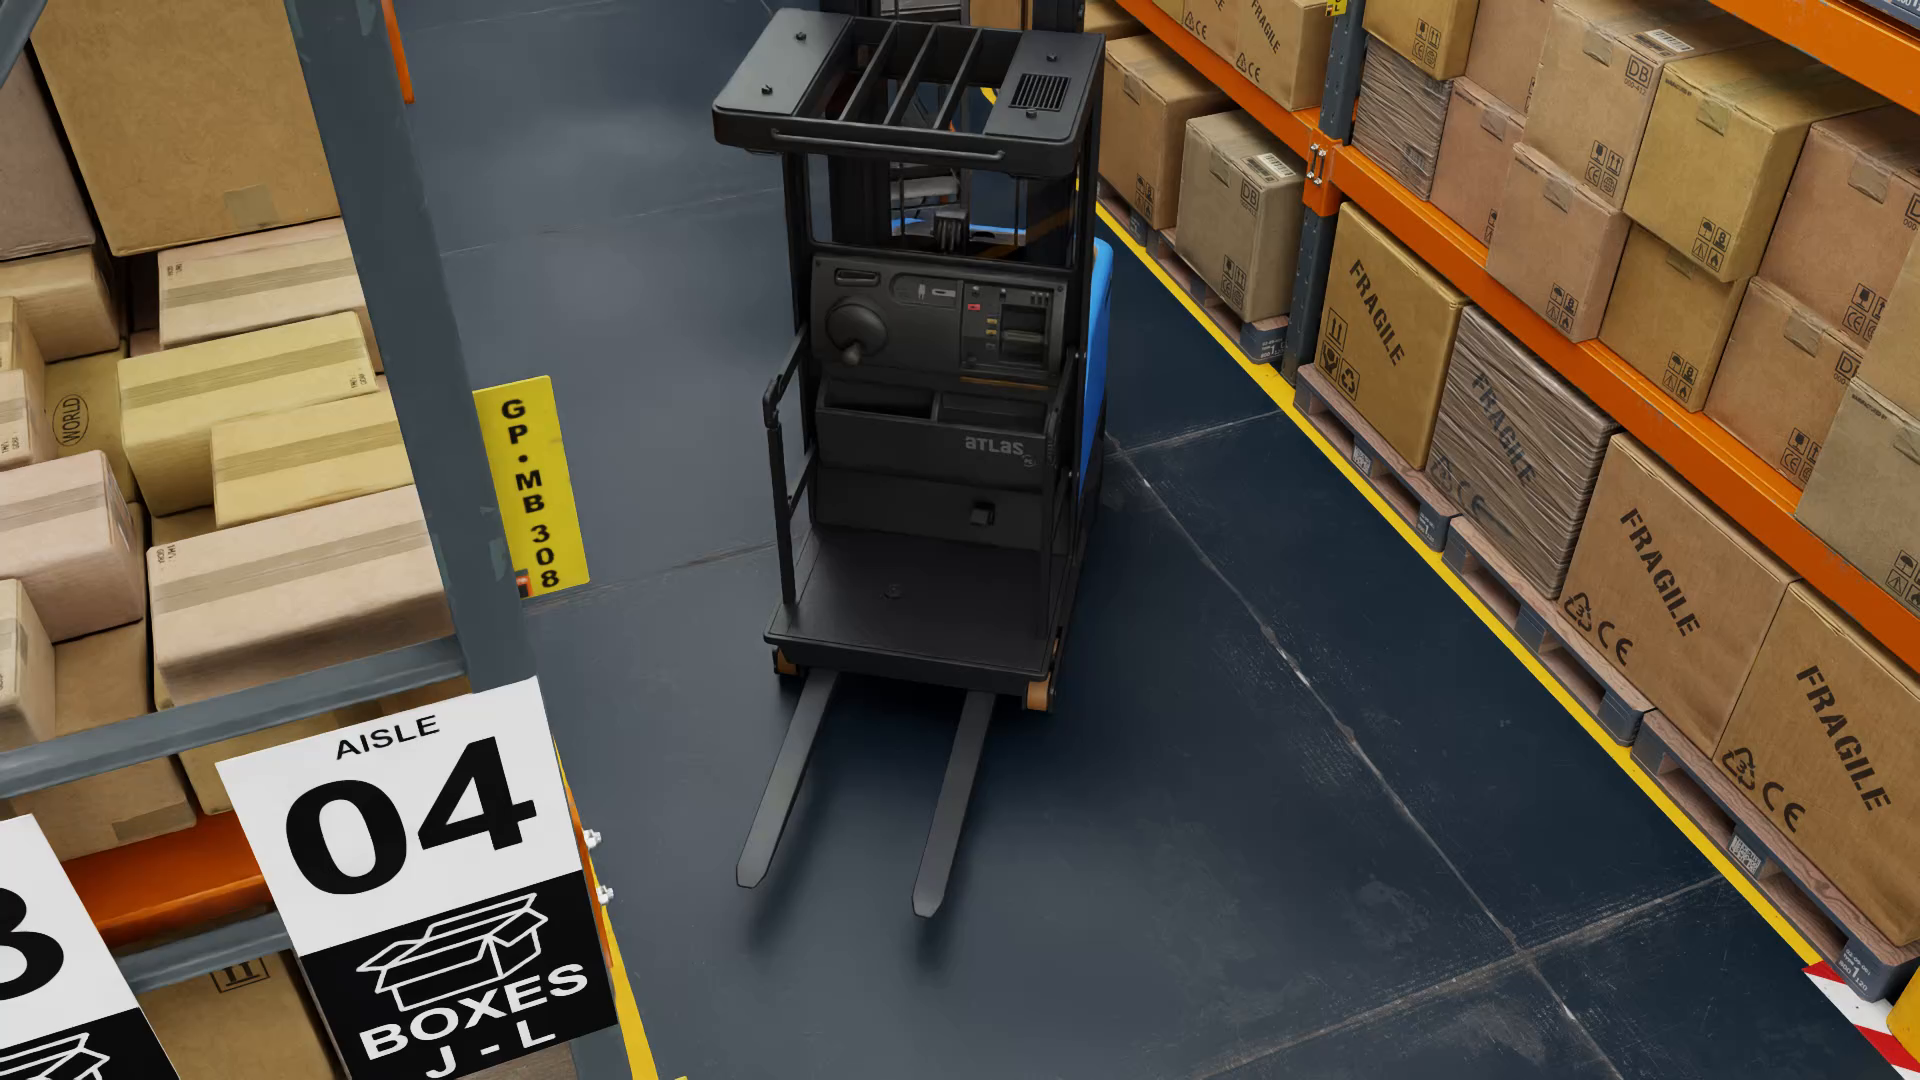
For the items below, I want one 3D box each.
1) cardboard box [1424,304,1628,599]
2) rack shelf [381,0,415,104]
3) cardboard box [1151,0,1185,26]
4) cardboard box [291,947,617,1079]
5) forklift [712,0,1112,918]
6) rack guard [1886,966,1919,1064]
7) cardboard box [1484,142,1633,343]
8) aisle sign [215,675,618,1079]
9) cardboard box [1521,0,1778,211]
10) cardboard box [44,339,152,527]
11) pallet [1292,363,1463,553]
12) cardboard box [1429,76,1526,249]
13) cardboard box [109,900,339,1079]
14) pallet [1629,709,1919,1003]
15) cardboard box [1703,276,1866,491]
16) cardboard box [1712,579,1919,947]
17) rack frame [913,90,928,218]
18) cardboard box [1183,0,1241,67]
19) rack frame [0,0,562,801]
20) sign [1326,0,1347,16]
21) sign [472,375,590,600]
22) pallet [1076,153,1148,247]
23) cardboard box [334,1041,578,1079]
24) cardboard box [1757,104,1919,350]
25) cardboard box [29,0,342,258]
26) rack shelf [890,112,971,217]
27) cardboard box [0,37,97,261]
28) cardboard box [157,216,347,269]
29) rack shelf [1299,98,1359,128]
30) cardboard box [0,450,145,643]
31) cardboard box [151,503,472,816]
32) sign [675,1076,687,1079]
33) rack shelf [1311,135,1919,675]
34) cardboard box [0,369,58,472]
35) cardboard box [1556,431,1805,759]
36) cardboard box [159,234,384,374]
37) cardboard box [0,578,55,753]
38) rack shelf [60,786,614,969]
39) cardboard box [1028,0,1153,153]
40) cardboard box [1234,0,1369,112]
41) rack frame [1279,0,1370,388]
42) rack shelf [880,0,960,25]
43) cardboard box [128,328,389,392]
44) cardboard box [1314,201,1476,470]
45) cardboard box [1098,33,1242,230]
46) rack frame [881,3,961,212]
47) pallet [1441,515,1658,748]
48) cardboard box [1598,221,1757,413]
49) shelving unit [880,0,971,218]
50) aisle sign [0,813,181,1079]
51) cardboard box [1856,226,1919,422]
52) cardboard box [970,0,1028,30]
[{"bbox_3d":[2.585,-0.455,6.786,0.875,0.875,0.875,-15,43,-17],"label":"cardboard box"},{"bbox_3d":[-1.795,-1.659,2.832,1.077,0.370,4.000,-15,43,-17],"label":"rack shelf"},{"bbox_3d":[1.228,-2.934,8.284,0.500,0.500,0.500,-15,43,-16],"label":"cardboard box"},{"bbox_3d":[-0.988,0.617,3.160,0.500,0.500,0.500,-15,43,-17],"label":"cardboard box"},{"bbox_3d":[-0.127,-0.712,5.830,1.121,2.935,3.031,7,41,9],"label":"forklift"},{"bbox_3d":[3.601,1.332,5.317,1.175,0.500,0.348,-15,43,-17],"label":"rack guard"},{"bbox_3d":[2.542,-1.197,6.226,0.875,0.550,0.550,-15,43,-17],"label":"cardboard box"},{"bbox_3d":[-0.729,0.523,2.347,0.394,0.787,0.004,-15,43,-17],"label":"aisle sign"},{"bbox_3d":[2.568,-1.613,5.882,0.875,0.550,0.550,-15,43,-17],"label":"cardboard box"},{"bbox_3d":[-1.643,-0.061,2.835,0.500,0.250,0.500,-15,43,-17],"label":"cardboard box"},{"bbox_3d":[2.280,-0.505,7.675,1.003,0.211,1.213,-15,43,-17],"label":"pallet"},{"bbox_3d":[2.445,-1.551,6.639,0.875,0.550,0.550,-15,43,-17],"label":"cardboard box"},{"bbox_3d":[-1.808,0.653,4.451,1.144,2.239,2.984,-3,41,-3],"label":"cardboard box"},{"bbox_3d":[3.213,0.965,5.966,1.003,0.211,1.213,-15,43,-17],"label":"pallet"},{"bbox_3d":[3.079,-0.594,5.525,0.875,0.550,0.550,-15,43,-17],"label":"cardboard box"},{"bbox_3d":[3.271,0.624,5.531,0.875,0.875,0.875,-15,43,-17],"label":"cardboard box"},{"bbox_3d":[-0.260,-1.782,7.712,0.380,1.831,0.006,-8,41,-9],"label":"rack frame"},{"bbox_3d":[1.421,-2.629,7.930,0.500,0.500,0.500,-16,43,-17],"label":"cardboard box"},{"bbox_3d":[-1.030,-0.728,1.195,1.000,3.000,0.127,-15,43,-17],"label":"rack frame"},{"bbox_3d":[1.563,-2.307,6.805,0.100,0.325,0.005,-15,43,-17],"label":"sign"},{"bbox_3d":[-0.528,-0.058,2.045,0.100,0.325,0.005,-15,43,-17],"label":"sign"},{"bbox_3d":[1.226,-2.164,9.605,1.003,0.211,1.213,-15,43,-17],"label":"pallet"},{"bbox_3d":[-1.215,1.058,3.415,0.875,0.500,0.500,-15,43,-17],"label":"cardboard box"},{"bbox_3d":[3.101,-1.009,5.179,0.875,0.550,0.550,-15,43,-17],"label":"cardboard box"},{"bbox_3d":[-1.348,-0.893,2.999,0.500,0.500,0.500,-15,43,-17],"label":"cardboard box"},{"bbox_3d":[-0.210,-1.616,7.540,0.431,0.518,0.480,-8,41,-9],"label":"rack shelf"},{"bbox_3d":[-1.857,-0.802,2.893,0.500,0.500,0.500,-15,43,-17],"label":"cardboard box"},{"bbox_3d":[-1.269,-0.540,3.085,0.380,0.149,0.250,-15,43,-17],"label":"cardboard box"},{"bbox_3d":[1.296,-3.046,8.893,0.919,0.124,3.809,-15,43,-17],"label":"rack shelf"},{"bbox_3d":[-1.415,0.039,2.412,0.380,0.149,0.250,-16,43,-18],"label":"cardboard box"},{"bbox_3d":[-0.975,0.111,2.634,0.500,0.250,0.500,-14,43,-16],"label":"cardboard box"},{"bbox_3d":[-0.528,1.083,3.026,0.100,0.325,0.005,-15,43,-17],"label":"sign"},{"bbox_3d":[2.826,-0.562,6.155,1.077,0.370,4.000,-15,43,-17],"label":"rack shelf"},{"bbox_3d":[-1.621,-0.098,2.572,0.380,0.149,0.250,-17,43,-19],"label":"cardboard box"},{"bbox_3d":[2.932,0.095,6.147,0.875,0.875,0.875,-16,43,-18],"label":"cardboard box"},{"bbox_3d":[-1.180,-0.392,2.914,0.380,0.149,0.250,-13,42,-15],"label":"cardboard box"},{"bbox_3d":[-1.424,0.226,2.196,0.380,0.149,0.250,-15,43,-17],"label":"cardboard box"},{"bbox_3d":[-1.795,-0.523,3.808,1.077,0.370,4.000,-15,43,-17],"label":"rack shelf"},{"bbox_3d":[1.018,-2.840,9.656,1.050,0.750,0.750,-14,43,-16],"label":"cardboard box"},{"bbox_3d":[1.614,-2.325,7.577,0.500,0.500,0.500,-15,43,-17],"label":"cardboard box"},{"bbox_3d":[2.061,-2.039,7.321,1.000,3.000,0.127,-15,43,-17],"label":"rack frame"},{"bbox_3d":[-0.210,-2.251,6.994,0.368,0.174,0.457,-8,41,-9],"label":"rack shelf"},{"bbox_3d":[-1.178,-0.198,2.994,0.500,0.250,0.500,-16,43,-18],"label":"cardboard box"},{"bbox_3d":[2.237,-0.997,7.416,0.875,0.875,0.875,-14,43,-16],"label":"cardboard box"},{"bbox_3d":[1.375,-2.279,9.003,1.050,0.750,0.750,-15,43,-17],"label":"cardboard box"},{"bbox_3d":[-0.158,-1.471,7.350,0.380,1.831,0.006,-8,41,-9],"label":"rack frame"},{"bbox_3d":[2.750,0.231,6.819,1.003,0.211,1.213,-15,43,-17],"label":"pallet"},{"bbox_3d":[2.838,-0.902,5.884,0.875,0.550,0.500,-15,43,-17],"label":"cardboard box"},{"bbox_3d":[5.180,-3.966,7.838,11.709,5.089,1.686,-8,41,-9],"label":"shelving unit"},{"bbox_3d":[-1.283,0.673,2.173,0.394,0.787,0.004,-15,43,-17],"label":"aisle sign"},{"bbox_3d":[3.190,-0.638,4.748,0.875,0.550,0.550,-15,43,-17],"label":"cardboard box"},{"bbox_3d":[0.680,-3.366,10.267,1.050,0.750,0.750,-16,43,-17],"label":"cardboard box"}]
